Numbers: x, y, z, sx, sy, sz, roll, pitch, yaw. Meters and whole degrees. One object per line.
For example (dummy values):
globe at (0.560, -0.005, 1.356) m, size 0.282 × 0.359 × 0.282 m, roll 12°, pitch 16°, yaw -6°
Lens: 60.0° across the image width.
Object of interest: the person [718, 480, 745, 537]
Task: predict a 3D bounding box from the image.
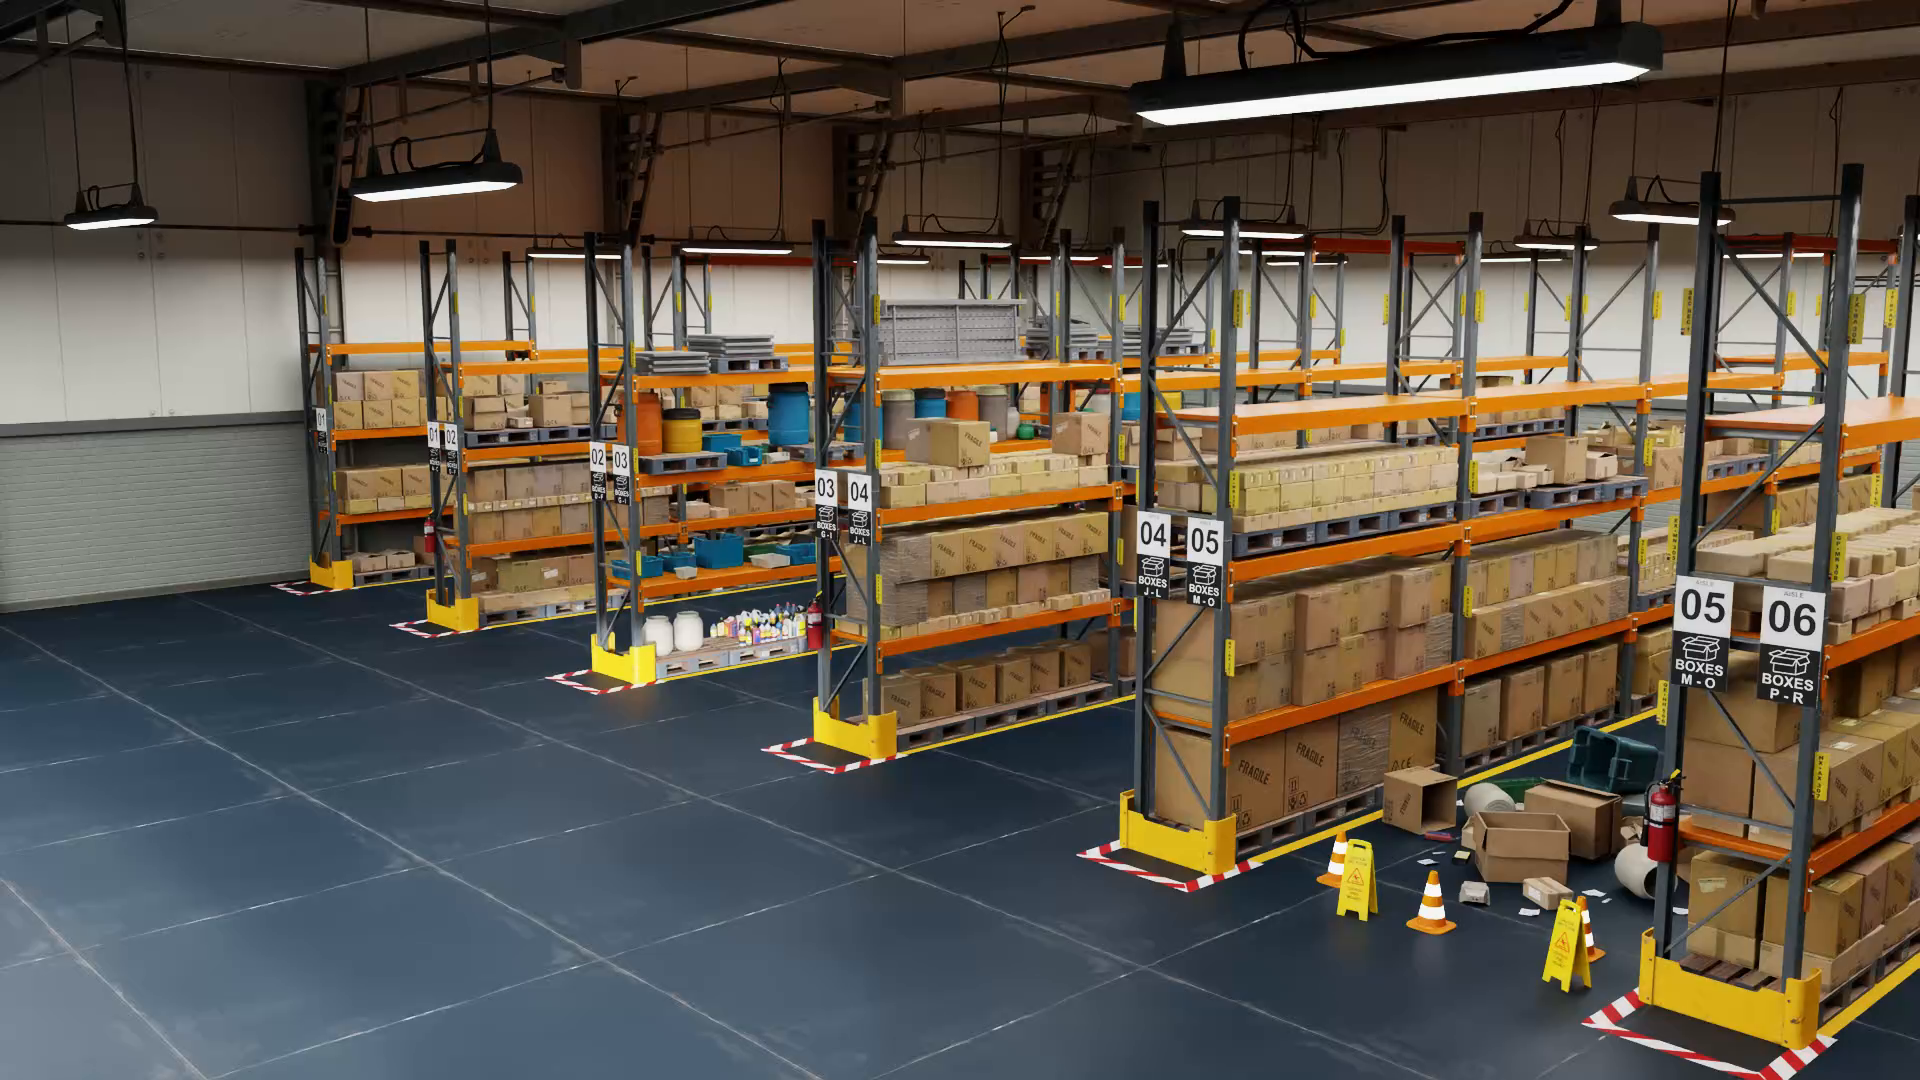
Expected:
person at (-4.357, -0.299, 31.801) m, size 0.533 × 1.713 × 0.360 m, roll 0°, pitch 8°, yaw -3°
